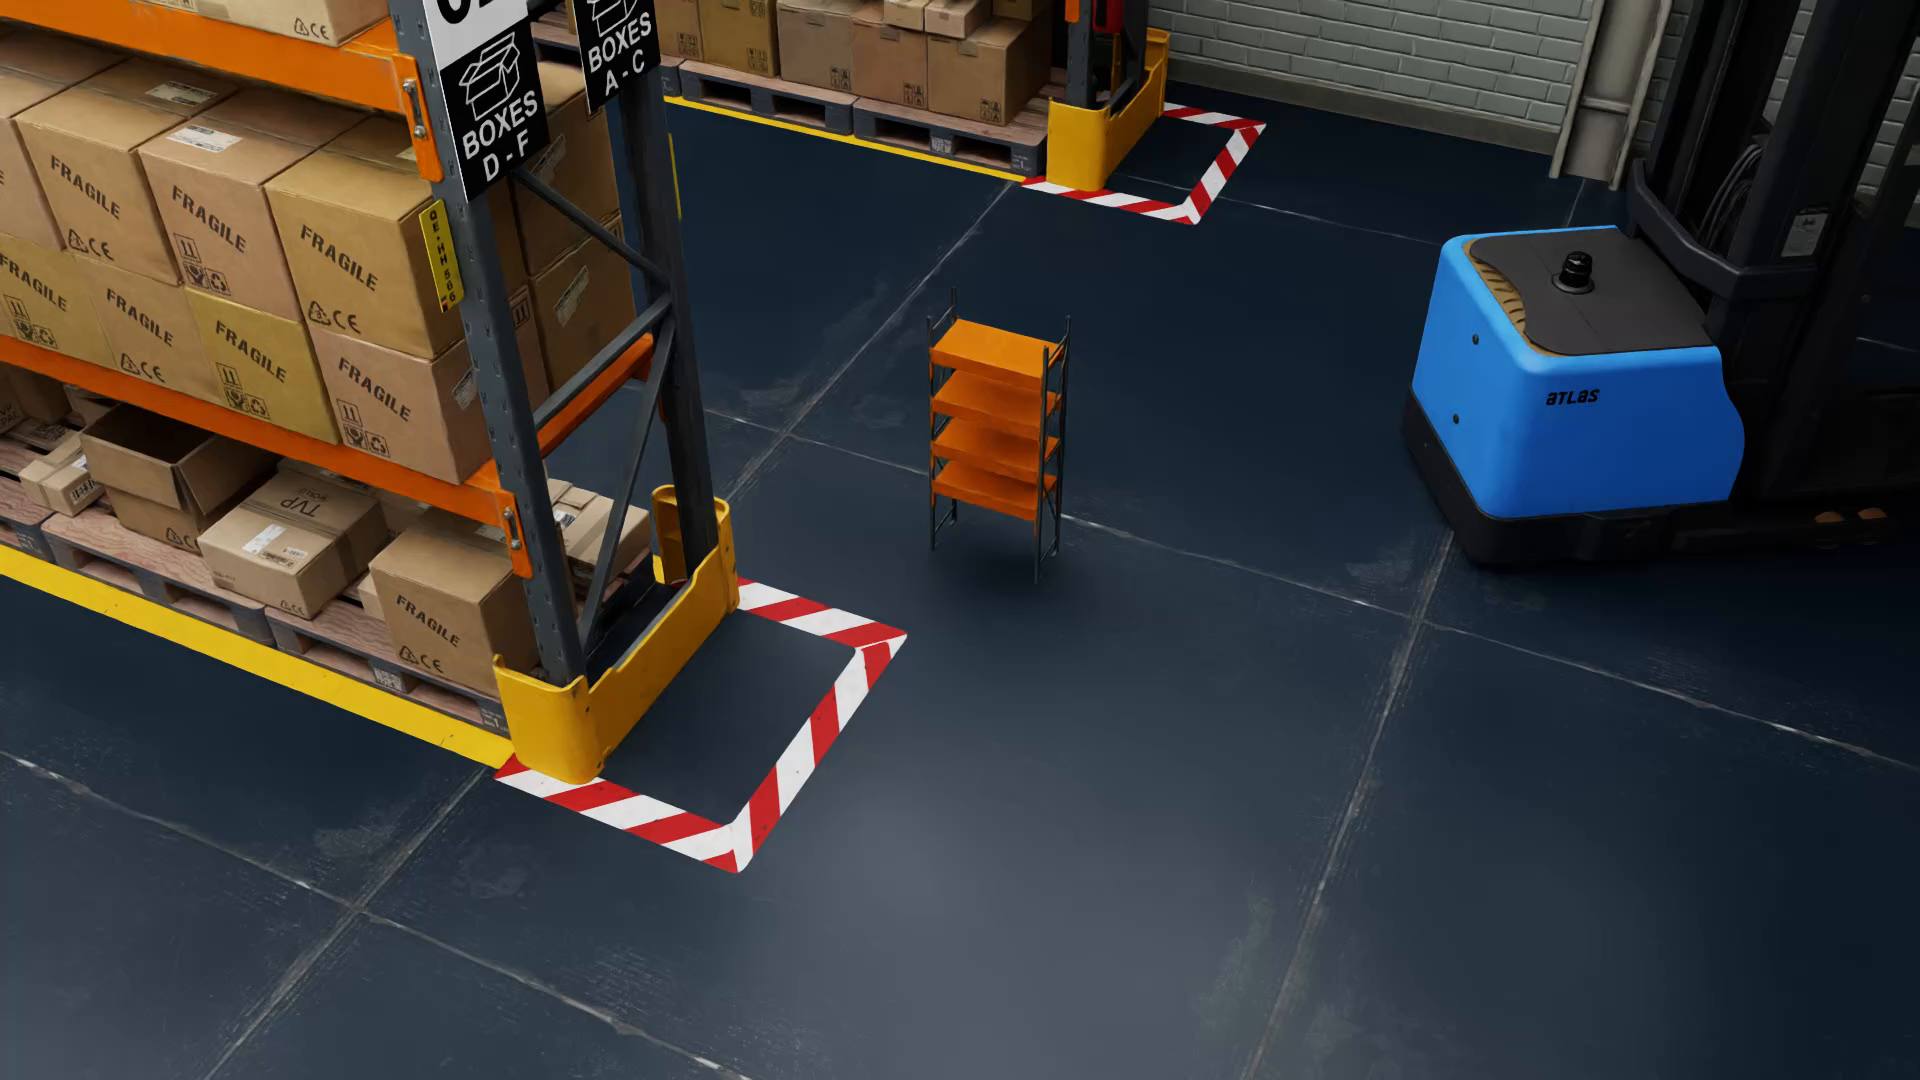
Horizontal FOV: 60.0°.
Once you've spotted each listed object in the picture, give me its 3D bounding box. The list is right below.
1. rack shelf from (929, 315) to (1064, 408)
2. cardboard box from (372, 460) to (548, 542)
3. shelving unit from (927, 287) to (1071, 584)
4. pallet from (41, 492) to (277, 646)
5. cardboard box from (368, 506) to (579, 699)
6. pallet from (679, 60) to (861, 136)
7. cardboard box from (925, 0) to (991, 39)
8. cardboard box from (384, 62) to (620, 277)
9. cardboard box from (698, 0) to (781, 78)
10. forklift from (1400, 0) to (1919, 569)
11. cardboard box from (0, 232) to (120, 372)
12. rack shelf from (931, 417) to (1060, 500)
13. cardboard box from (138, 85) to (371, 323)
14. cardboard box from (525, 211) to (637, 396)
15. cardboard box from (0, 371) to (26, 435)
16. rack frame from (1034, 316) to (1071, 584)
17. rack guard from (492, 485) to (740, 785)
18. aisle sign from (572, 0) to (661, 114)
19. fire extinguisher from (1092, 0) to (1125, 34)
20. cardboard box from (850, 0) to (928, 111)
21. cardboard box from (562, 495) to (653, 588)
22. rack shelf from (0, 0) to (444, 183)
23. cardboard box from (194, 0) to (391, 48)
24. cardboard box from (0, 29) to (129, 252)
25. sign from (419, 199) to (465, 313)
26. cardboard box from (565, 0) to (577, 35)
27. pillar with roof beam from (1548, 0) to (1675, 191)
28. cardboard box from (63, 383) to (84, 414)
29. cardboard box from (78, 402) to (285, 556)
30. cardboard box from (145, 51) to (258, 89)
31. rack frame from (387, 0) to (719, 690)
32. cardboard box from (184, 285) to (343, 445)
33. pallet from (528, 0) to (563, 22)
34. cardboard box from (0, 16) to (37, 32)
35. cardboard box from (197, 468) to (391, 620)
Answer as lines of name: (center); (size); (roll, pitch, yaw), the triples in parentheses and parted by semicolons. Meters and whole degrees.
rack shelf: (0.150, -0.704, 6.547); (0.480, 0.148, 0.258); (17, 44, 19)
cardboard box: (-2.058, -0.164, 6.912); (0.500, 0.250, 0.500); (17, 44, 19)
shelving unit: (0.150, -0.408, 6.804); (0.503, 1.200, 0.258); (17, 44, 19)
pallet: (-3.125, -0.105, 7.210); (1.213, 0.211, 1.003); (17, 44, 19)
cardboard box: (-1.829, 0.195, 6.308); (0.500, 0.500, 0.500); (17, 44, 19)
pallet: (-1.000, -2.980, 10.527); (1.213, 0.211, 1.003); (17, 44, 19)
cardboard box: (-0.011, -3.041, 9.561); (0.250, 0.149, 0.380); (16, 44, 18)
cardboard box: (-1.523, -1.274, 5.590); (0.500, 0.500, 0.500); (18, 44, 20)
cardboard box: (-1.213, -3.290, 10.343); (0.500, 0.500, 0.700); (18, 44, 20)
forklift: (3.601, -1.409, 6.638); (3.031, 2.935, 1.130); (-5, 41, -5)
cardboard box: (-3.131, -1.002, 6.039); (0.500, 0.500, 0.500); (16, 44, 18)
rack shelf: (0.150, -0.357, 6.848); (0.480, 0.148, 0.258); (17, 44, 19)
cardboard box: (-2.210, -1.094, 5.382); (0.500, 0.500, 0.500); (18, 44, 20)
cardboard box: (-1.523, -0.896, 5.917); (0.500, 0.500, 0.500); (18, 44, 20)
cardboard box: (-4.568, -0.592, 7.360); (0.500, 0.311, 0.500); (17, 44, 19)
rack frame: (0.371, -0.340, 6.726); (0.015, 1.200, 0.240); (17, 44, 19)
rack guard: (-1.301, 0.344, 6.471); (0.348, 0.500, 1.175); (17, 44, 19)
aisle sign: (-1.046, -1.717, 4.956); (0.004, 0.787, 0.394); (17, 44, 19)
fire extinguisher: (0.801, -3.035, 8.805); (0.183, 0.674, 0.296); (17, 44, 19)
cardboard box: (-0.271, -3.007, 10.017); (0.500, 0.500, 0.700); (17, 44, 19)
cardboard box: (-1.466, 0.012, 6.787); (0.250, 0.149, 0.380); (17, 44, 19)
rack shelf: (-3.044, -1.995, 5.520); (4.000, 0.370, 1.077); (17, 44, 19)
cardboard box: (-1.809, -1.642, 4.678); (0.500, 0.250, 0.500); (17, 44, 19)
cardboard box: (-3.147, -1.377, 5.709); (0.500, 0.500, 0.500); (18, 44, 20)
sign: (-1.485, -0.812, 4.771); (0.005, 0.325, 0.100); (17, 44, 19)
cardboard box: (-2.131, -3.574, 10.671); (0.500, 0.500, 0.700); (18, 44, 19)
pillar with roof beam: (1.851, -2.998, 3.838); (0.400, 9.000, 9.100); (17, 44, 19)
cardboard box: (-3.855, -0.718, 7.629); (0.250, 0.149, 0.380); (17, 44, 19)
cardboard box: (-3.152, -0.392, 6.983); (0.637, 0.503, 0.797); (17, 44, 19)
cardboard box: (-2.451, -1.556, 5.915); (0.500, 0.500, 0.500); (18, 44, 19)
rack frame: (-1.232, -0.579, 5.628); (0.127, 3.000, 1.000); (17, 44, 19)
cardboard box: (-2.225, -0.721, 5.715); (0.500, 0.500, 0.500); (17, 44, 19)
pallet: (-3.497, -3.743, 11.408); (1.213, 0.211, 1.003); (17, 44, 19)
cardboard box: (-3.367, -1.836, 6.238); (0.500, 0.500, 0.500); (17, 44, 19)
cardboard box: (-2.677, 0.008, 6.713); (0.500, 0.250, 0.500); (17, 44, 19)
